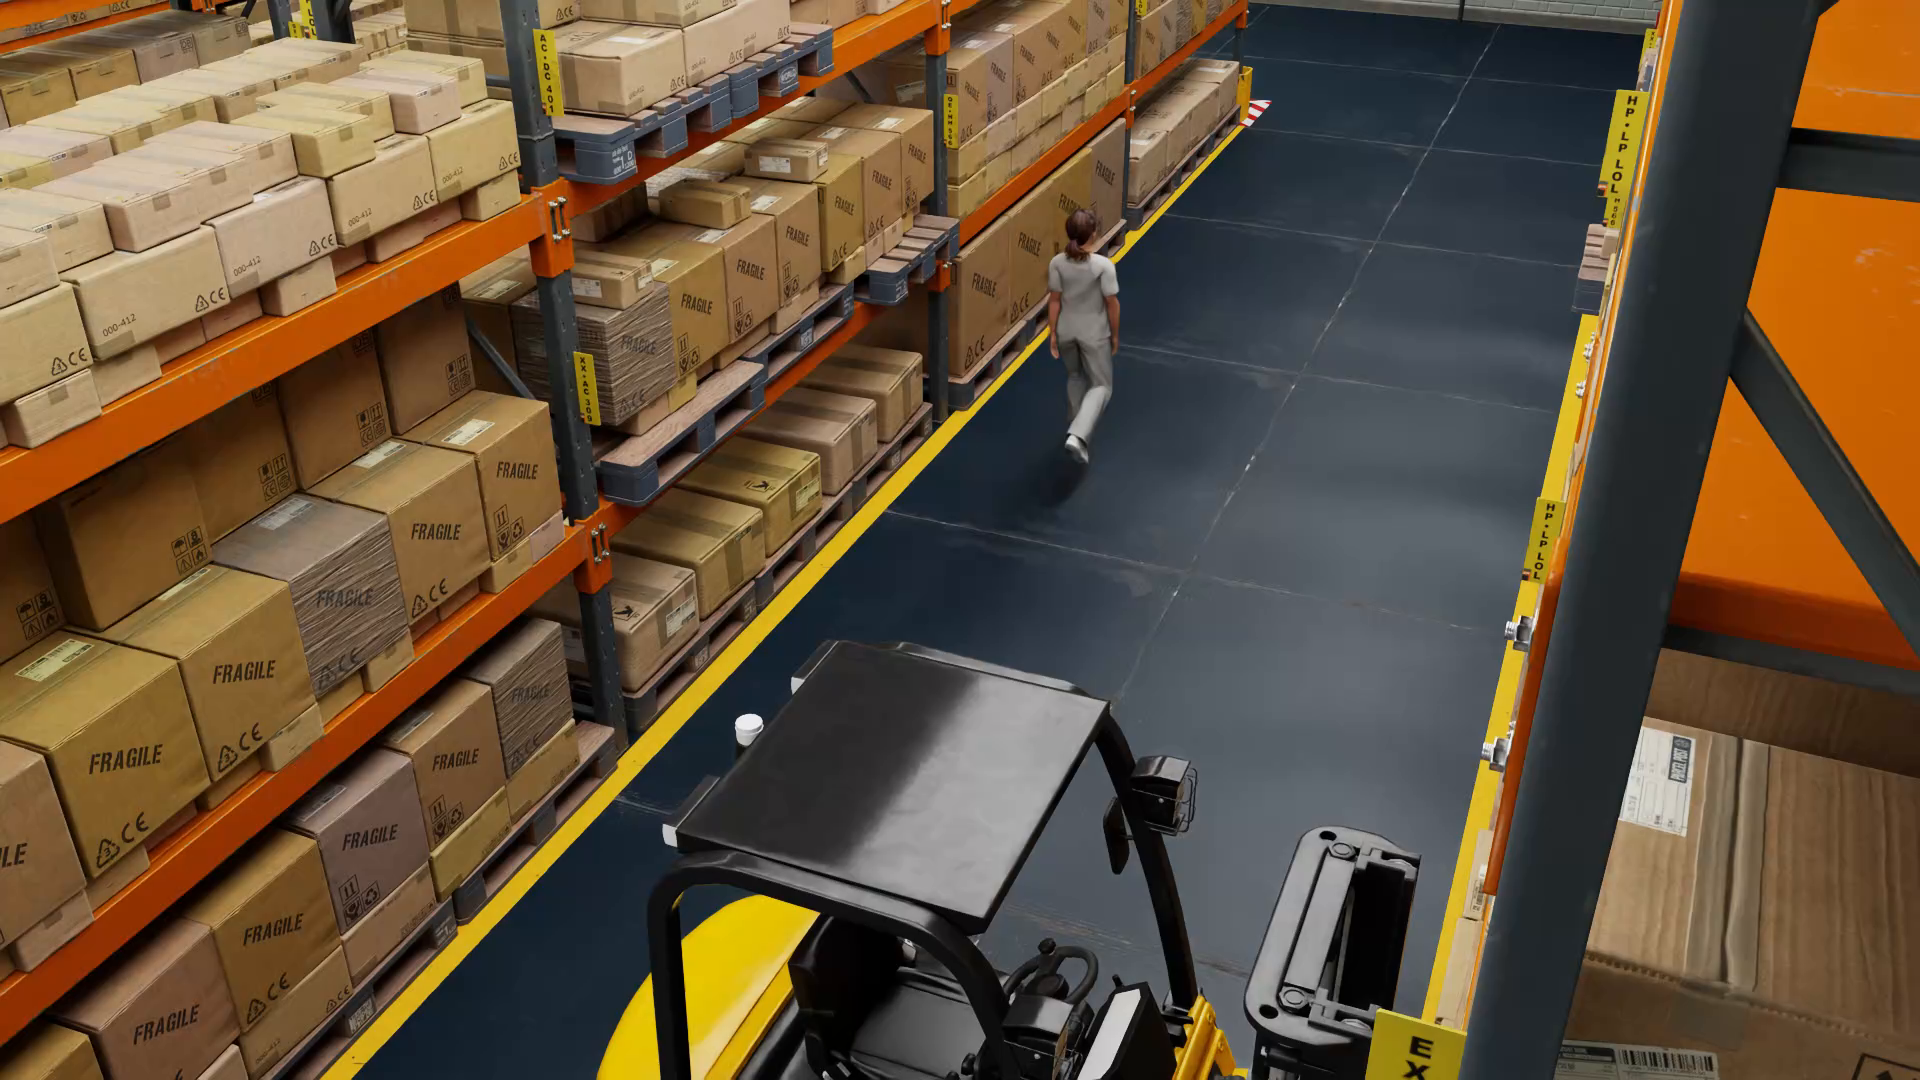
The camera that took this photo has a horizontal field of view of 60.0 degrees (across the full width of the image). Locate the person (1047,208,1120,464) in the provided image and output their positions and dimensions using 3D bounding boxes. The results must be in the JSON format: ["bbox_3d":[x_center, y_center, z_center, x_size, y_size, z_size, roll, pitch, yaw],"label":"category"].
[{"bbox_3d":[0.754,-1.252,10.305,0.445,1.646,0.783,12,32,21],"label":"person"}]
